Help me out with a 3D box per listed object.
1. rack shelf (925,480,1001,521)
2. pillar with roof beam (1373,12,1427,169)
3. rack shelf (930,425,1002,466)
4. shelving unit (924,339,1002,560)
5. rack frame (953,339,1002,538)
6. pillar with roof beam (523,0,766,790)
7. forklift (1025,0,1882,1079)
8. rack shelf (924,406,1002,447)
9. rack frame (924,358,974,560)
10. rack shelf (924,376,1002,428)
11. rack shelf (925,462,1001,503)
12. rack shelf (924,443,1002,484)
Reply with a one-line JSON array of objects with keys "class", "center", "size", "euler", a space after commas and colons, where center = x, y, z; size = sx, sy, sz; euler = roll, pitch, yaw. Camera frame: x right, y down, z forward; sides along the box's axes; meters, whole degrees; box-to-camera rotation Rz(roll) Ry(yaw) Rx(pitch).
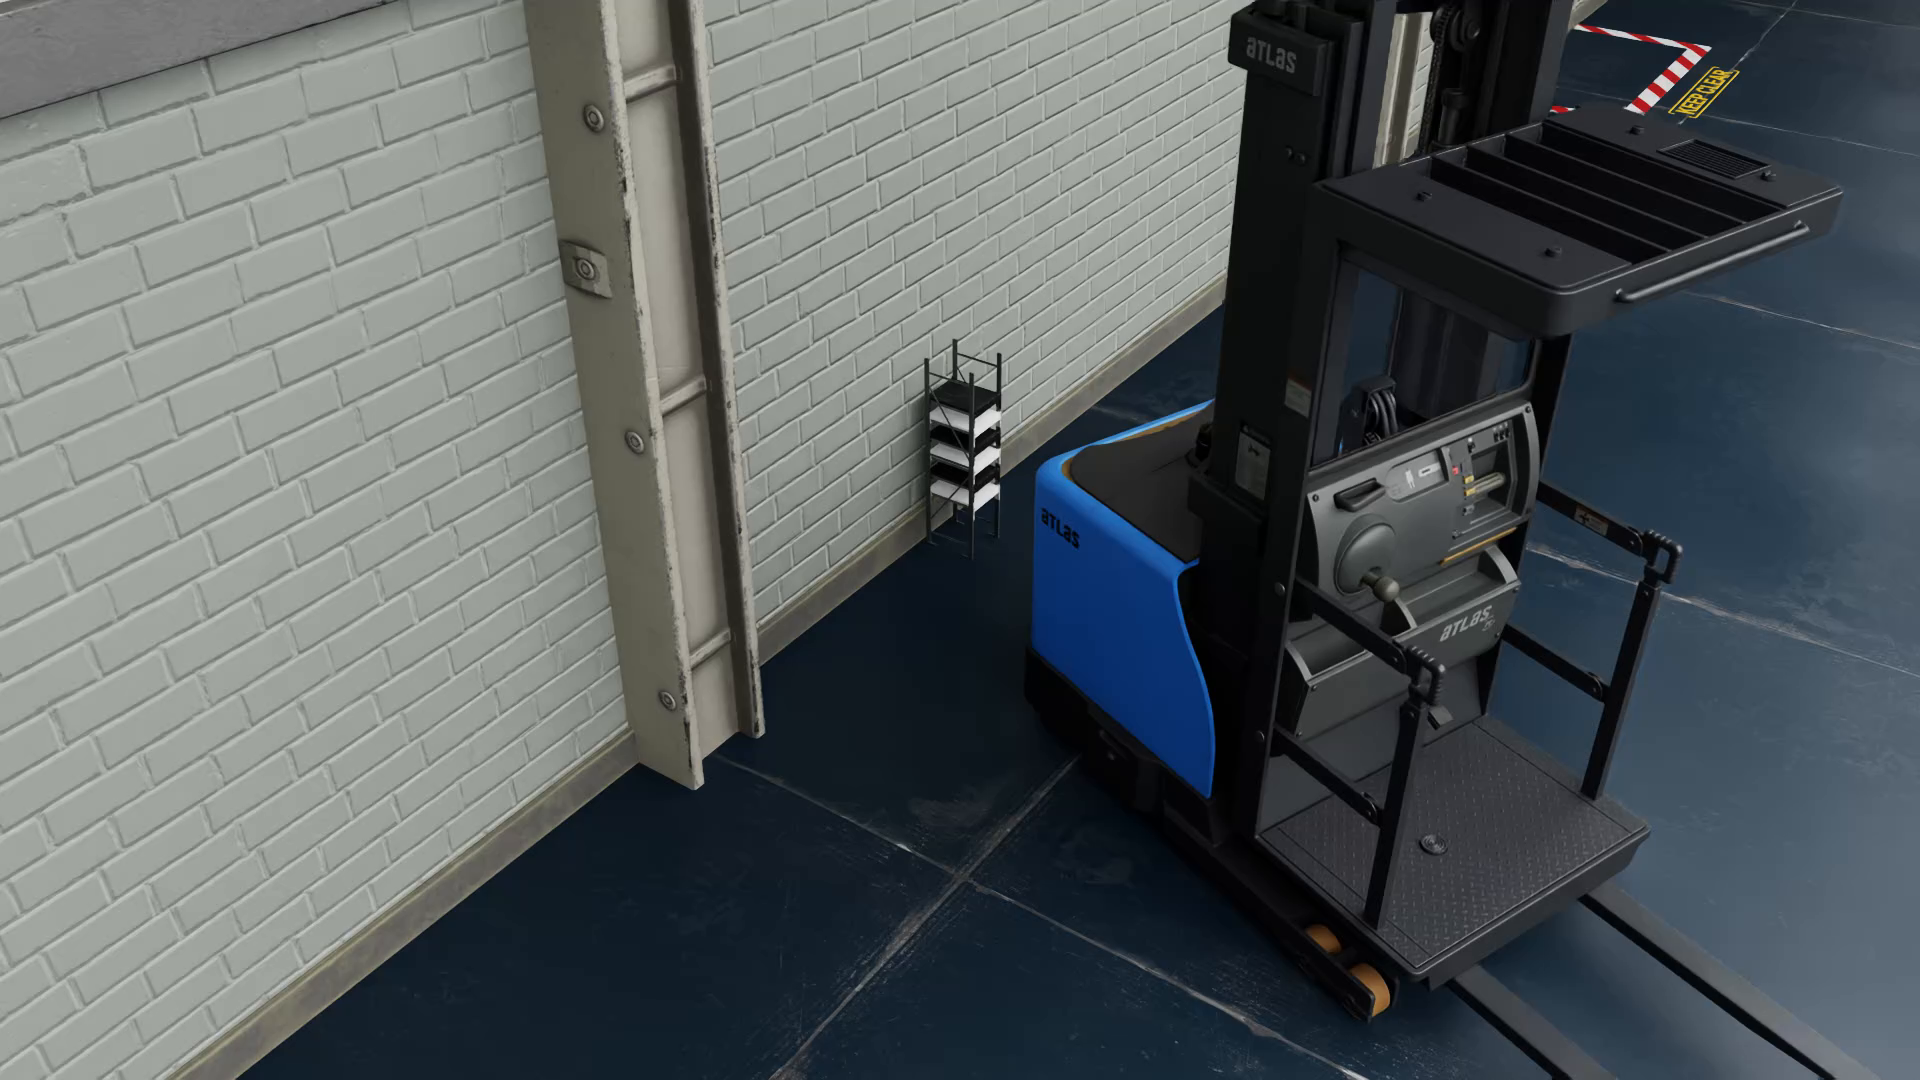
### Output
[{"class": "rack shelf", "center": [0.013, -0.198, 7.120], "size": [0.258, 0.077, 0.200], "euler": [21, 39, 28]}, {"class": "pillar with roof beam", "center": [5.998, -4.360, 5.664], "size": [9.100, 9.000, 0.400], "euler": [21, 39, 28]}, {"class": "rack shelf", "center": [0.013, -0.421, 6.969], "size": [0.258, 0.077, 0.200], "euler": [21, 39, 28]}, {"class": "shelving unit", "center": [0.013, -0.374, 7.000], "size": [0.258, 0.900, 0.210], "euler": [21, 39, 28]}, {"class": "rack frame", "center": [0.070, -0.421, 7.070], "size": [0.240, 0.900, 0.006], "euler": [21, 39, 28]}, {"class": "pillar with roof beam", "center": [2.577, -1.599, 1.581], "size": [9.100, 9.000, 0.400], "euler": [21, 39, 28]}, {"class": "forklift", "center": [1.486, -0.059, 4.720], "size": [1.130, 2.935, 3.031], "euler": [-21, 39, -28]}, {"class": "rack shelf", "center": [0.013, -0.496, 6.918], "size": [0.258, 0.077, 0.200], "euler": [21, 39, 28]}, {"class": "rack frame", "center": [-0.044, -0.327, 6.931], "size": [0.240, 0.900, 0.006], "euler": [21, 39, 28]}, {"class": "rack shelf", "center": [0.013, -0.570, 6.868], "size": [0.258, 0.077, 0.200], "euler": [21, 39, 28]}, {"class": "rack shelf", "center": [0.013, -0.272, 7.069], "size": [0.258, 0.077, 0.200], "euler": [21, 39, 28]}, {"class": "rack shelf", "center": [0.013, -0.347, 7.019], "size": [0.258, 0.077, 0.200], "euler": [21, 39, 28]}]
